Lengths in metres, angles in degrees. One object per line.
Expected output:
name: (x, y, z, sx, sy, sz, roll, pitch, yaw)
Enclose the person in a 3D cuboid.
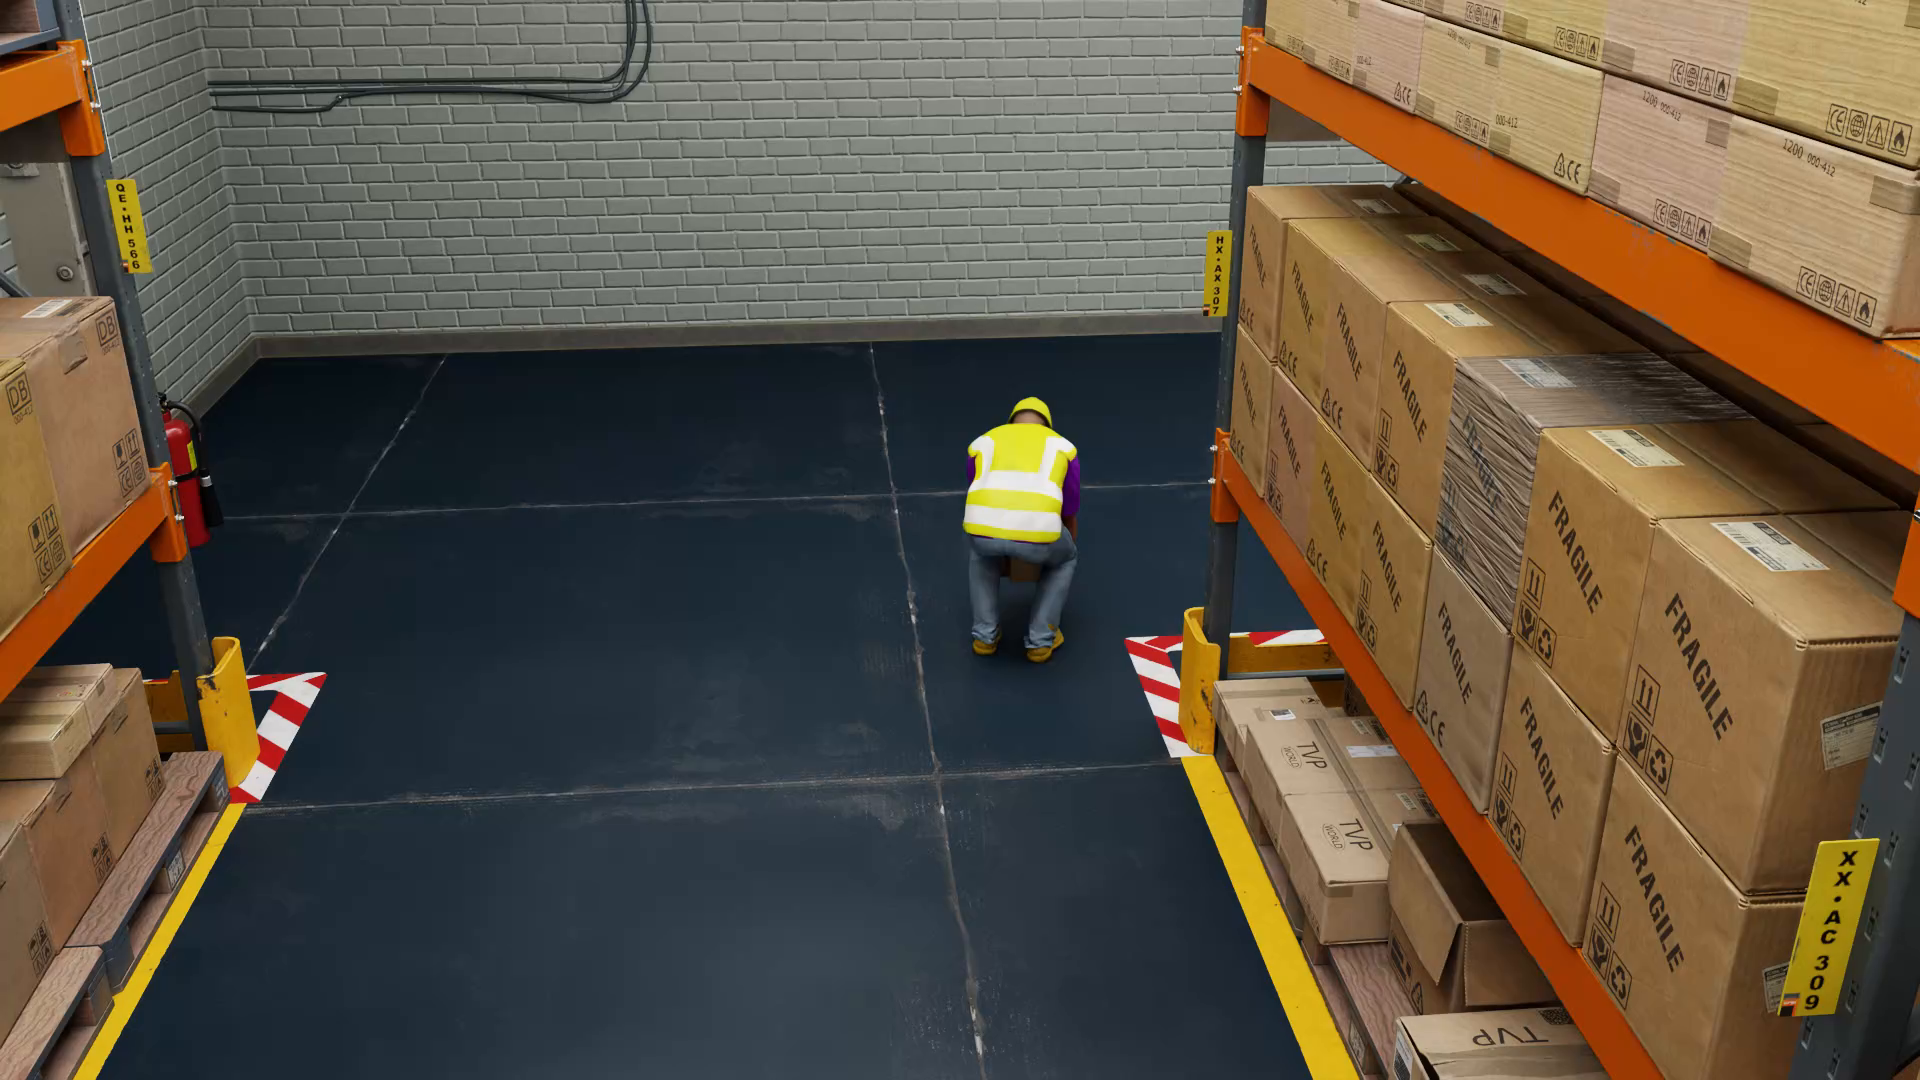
person: (0.273, -0.044, 7.601, 0.539, 1.025, 0.951, 5, 24, 12)
